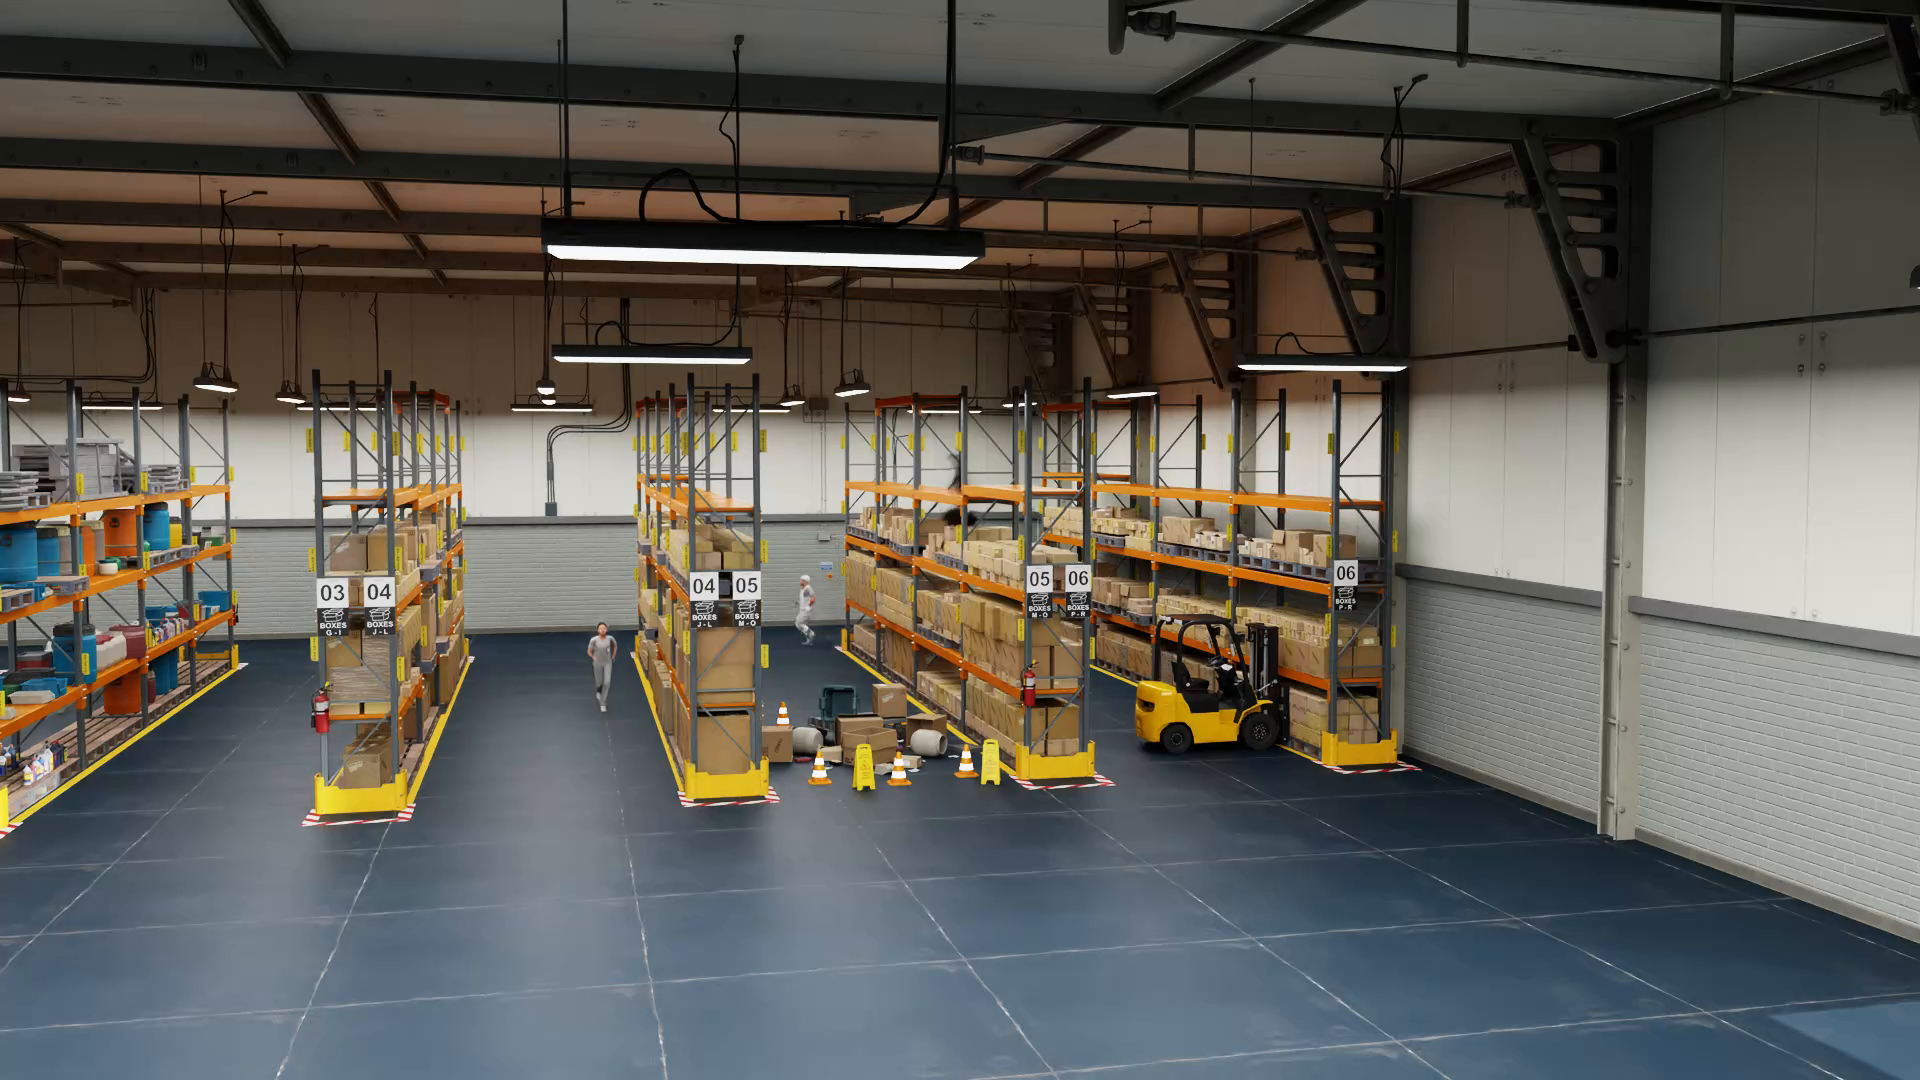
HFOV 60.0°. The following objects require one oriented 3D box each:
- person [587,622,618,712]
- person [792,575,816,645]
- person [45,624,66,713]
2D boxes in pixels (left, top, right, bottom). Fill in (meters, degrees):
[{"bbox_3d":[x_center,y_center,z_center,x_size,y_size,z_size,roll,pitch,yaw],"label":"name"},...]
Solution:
[{"bbox_3d":[-6.763,2.384,31.489,0.575,1.668,0.796,-1,3,-17],"label":"person"},{"bbox_3d":[-3.877,1.738,41.293,0.583,1.746,0.653,-1,3,-11],"label":"person"},{"bbox_3d":[-16.777,2.378,31.060,0.625,1.654,0.724,-1,3,-16],"label":"person"}]
